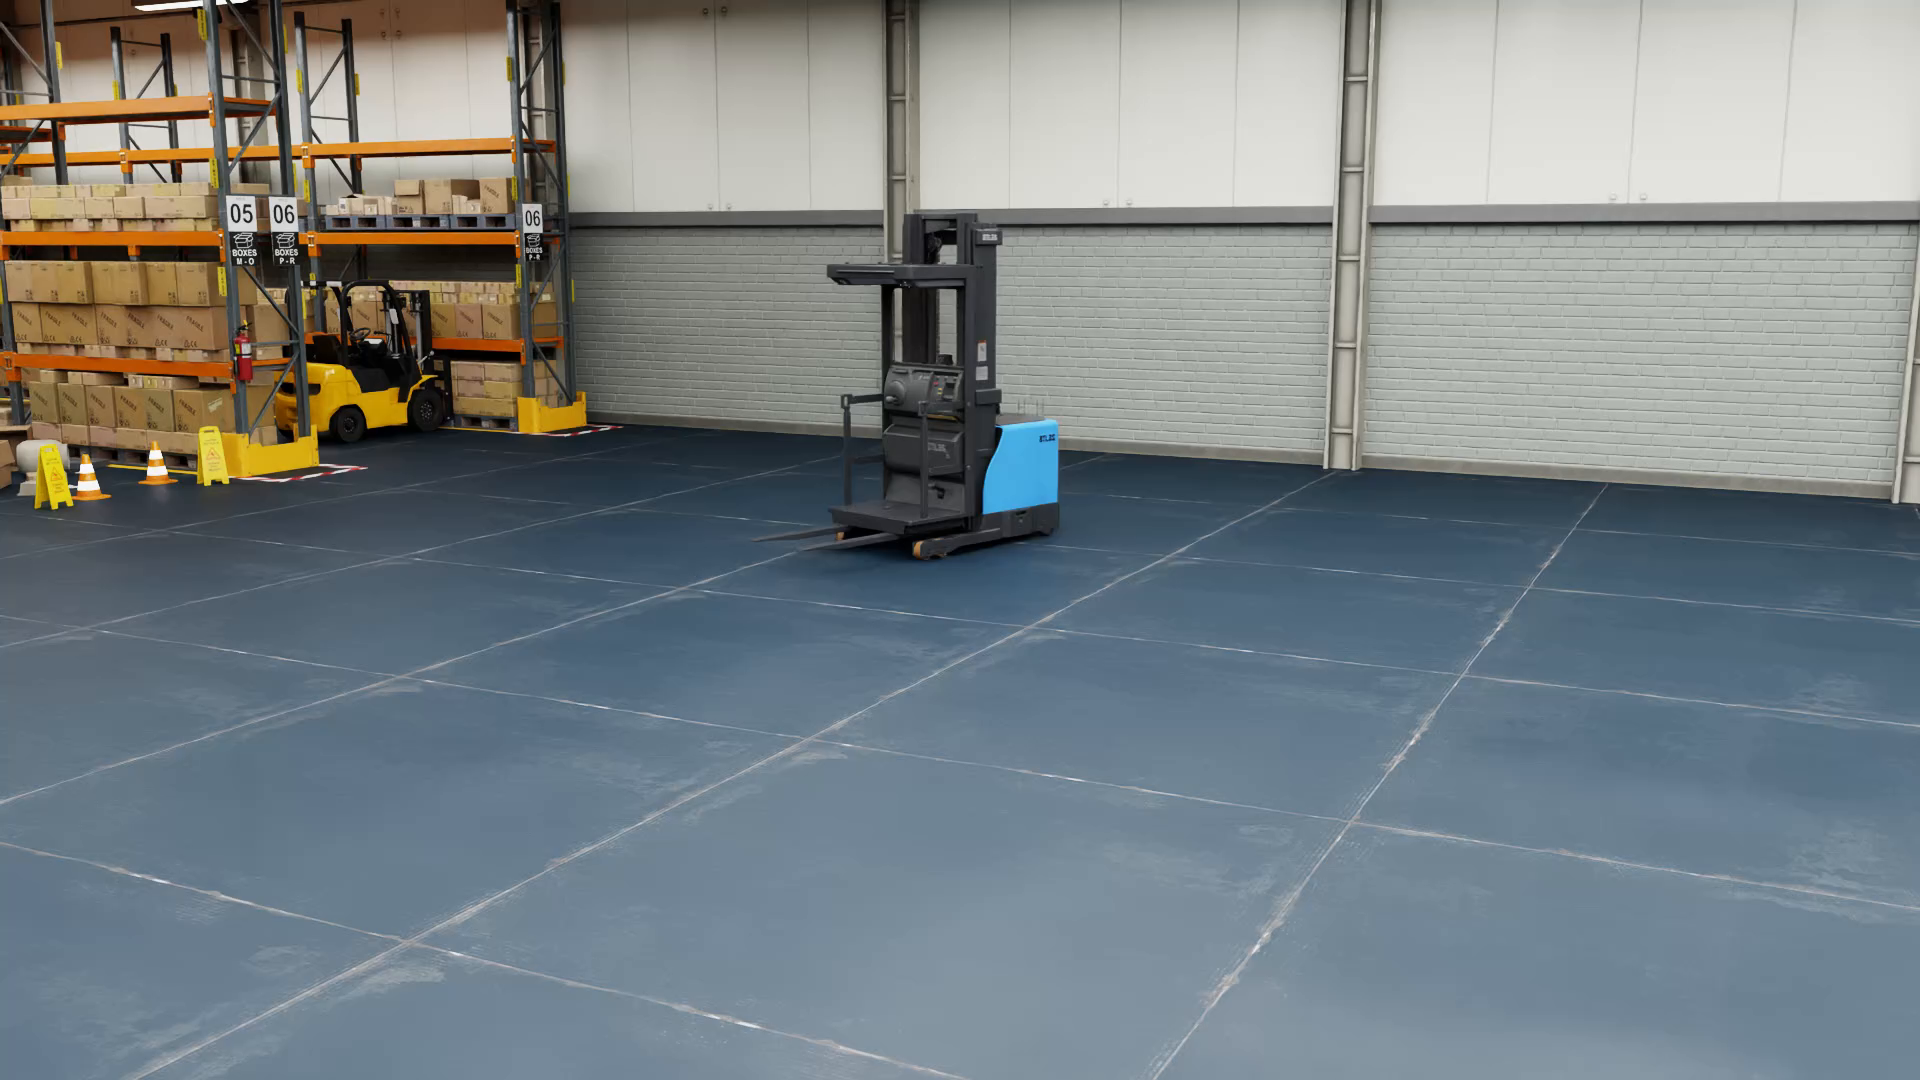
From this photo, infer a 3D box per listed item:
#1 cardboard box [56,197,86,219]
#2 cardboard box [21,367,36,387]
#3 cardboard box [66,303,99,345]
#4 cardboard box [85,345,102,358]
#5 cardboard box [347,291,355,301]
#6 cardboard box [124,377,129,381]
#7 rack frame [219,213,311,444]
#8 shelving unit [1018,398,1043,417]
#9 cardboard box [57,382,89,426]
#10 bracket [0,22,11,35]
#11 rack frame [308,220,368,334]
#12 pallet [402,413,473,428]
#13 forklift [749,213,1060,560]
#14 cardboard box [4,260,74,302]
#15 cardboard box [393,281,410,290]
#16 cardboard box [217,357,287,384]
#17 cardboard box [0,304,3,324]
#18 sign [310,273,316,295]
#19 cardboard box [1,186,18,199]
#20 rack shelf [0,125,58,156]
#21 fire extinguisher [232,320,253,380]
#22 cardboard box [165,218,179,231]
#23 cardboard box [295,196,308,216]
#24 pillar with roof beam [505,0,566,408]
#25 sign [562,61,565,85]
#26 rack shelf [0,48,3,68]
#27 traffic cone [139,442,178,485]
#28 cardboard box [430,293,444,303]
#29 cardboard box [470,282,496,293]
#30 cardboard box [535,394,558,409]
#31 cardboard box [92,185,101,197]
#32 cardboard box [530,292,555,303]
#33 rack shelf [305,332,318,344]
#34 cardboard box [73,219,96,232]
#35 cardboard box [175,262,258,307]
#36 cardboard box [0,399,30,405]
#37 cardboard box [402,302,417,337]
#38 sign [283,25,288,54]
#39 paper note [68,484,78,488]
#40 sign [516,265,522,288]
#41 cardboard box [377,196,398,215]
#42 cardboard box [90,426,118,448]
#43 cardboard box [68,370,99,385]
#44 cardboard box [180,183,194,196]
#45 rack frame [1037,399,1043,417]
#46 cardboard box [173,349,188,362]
[{"bbox_3d":[-10.524,-4.004,20.097,0.500,0.250,0.500,5,11,26],"label":"cardboard box"},{"bbox_3d":[-15.873,-2.901,28.674,0.500,0.500,0.500,5,11,25],"label":"cardboard box"},{"bbox_3d":[-10.532,-2.654,20.355,0.500,0.500,0.500,5,11,25],"label":"cardboard box"},{"bbox_3d":[-10.424,-2.313,20.293,0.250,0.149,0.380,5,11,26],"label":"cardboard box"},{"bbox_3d":[-9.113,-3.689,25.089,0.250,0.149,0.380,5,12,27],"label":"cardboard box"},{"bbox_3d":[-10.602,-1.794,21.156,0.500,0.500,0.500,5,12,27],"label":"cardboard box"},{"bbox_3d":[-8.121,-2.300,19.514,0.127,3.000,1.000,5,11,26],"label":"rack frame"},{"bbox_3d":[0.670,-0.754,15.991,0.189,1.200,0.258,3,8,16],"label":"shelving unit"},{"bbox_3d":[-10.813,-1.708,20.679,0.500,0.500,0.500,6,12,28],"label":"cardboard box"},{"bbox_3d":[-16.700,-8.871,28.871,0.430,0.232,0.235,5,11,26],"label":"bracket"},{"bbox_3d":[-9.515,-3.408,25.638,0.127,3.000,1.000,5,11,26],"label":"rack frame"},{"bbox_3d":[-7.722,-1.871,24.973,1.213,0.211,1.003,5,11,26],"label":"pallet"},{"bbox_3d":[-0.470,-1.372,14.579,1.130,2.935,3.031,10,14,44],"label":"forklift"},{"bbox_3d":[-11.409,-3.233,20.749,0.500,0.500,0.700,5,11,25],"label":"cardboard box"},{"bbox_3d":[-8.170,-3.761,24.653,0.250,0.149,0.380,5,11,26],"label":"cardboard box"},{"bbox_3d":[-11.356,-2.607,26.699,0.625,0.625,0.875,5,11,23],"label":"cardboard box"},{"bbox_3d":[-12.224,-3.017,21.182,0.500,0.500,0.500,5,11,25],"label":"cardboard box"},{"bbox_3d":[-9.746,-3.851,25.059,0.005,0.325,0.100,5,11,26],"label":"sign"},{"bbox_3d":[-11.570,-4.283,20.515,0.250,0.149,0.380,5,11,25],"label":"cardboard box"},{"bbox_3d":[-13.502,-5.174,21.692,4.000,0.370,1.077,5,11,26],"label":"rack shelf"},{"bbox_3d":[-8.222,-2.179,19.065,0.183,0.674,0.296,5,11,26],"label":"fire extinguisher"},{"bbox_3d":[-9.026,-3.676,19.403,0.250,0.149,0.380,5,12,28],"label":"cardboard box"},{"bbox_3d":[-10.272,-5.114,25.432,0.500,0.311,0.500,5,11,24],"label":"cardboard box"},{"bbox_3d":[-8.058,-5.556,20.661,0.548,9.000,9.100,5,11,26],"label":"pillar with roof beam"},{"bbox_3d":[-5.677,-6.671,23.752,0.005,0.325,0.100,5,11,26],"label":"sign"},{"bbox_3d":[-18.483,-8.429,29.225,4.000,0.370,1.077,5,11,26],"label":"rack shelf"},{"bbox_3d":[-9.077,-0.879,18.789,0.334,0.463,0.336,5,11,26],"label":"traffic cone"},{"bbox_3d":[-7.524,-3.541,24.270,0.250,0.149,0.380,5,11,26],"label":"cardboard box"},{"bbox_3d":[-6.824,-3.633,23.943,0.250,0.149,0.380,5,12,27],"label":"cardboard box"},{"bbox_3d":[-6.282,-2.016,24.490,0.500,0.250,0.500,5,11,26],"label":"cardboard box"},{"bbox_3d":[-10.139,-4.173,19.911,0.250,0.149,0.380,5,12,27],"label":"cardboard box"},{"bbox_3d":[-6.117,-3.529,24.206,0.250,0.149,0.380,5,11,24],"label":"cardboard box"},{"bbox_3d":[-11.309,-3.212,26.573,4.000,0.370,1.077,5,11,26],"label":"rack shelf"},{"bbox_3d":[-10.420,-3.788,20.020,0.250,0.149,0.380,5,11,25],"label":"cardboard box"},{"bbox_3d":[-8.676,-2.993,19.420,0.500,0.500,0.700,5,11,24],"label":"cardboard box"},{"bbox_3d":[-12.826,-1.626,21.989,0.625,0.372,0.950,6,12,29],"label":"cardboard box"},{"bbox_3d":[-7.862,-3.259,24.536,0.500,0.500,0.500,5,11,26],"label":"cardboard box"},{"bbox_3d":[-7.881,-5.837,19.369,0.005,0.325,0.100,5,11,26],"label":"sign"},{"bbox_3d":[-9.849,-0.595,18.434,0.142,0.019,0.148,1,10,6],"label":"paper note"},{"bbox_3d":[-6.180,-3.694,23.299,0.005,0.325,0.100,5,11,26],"label":"sign"},{"bbox_3d":[-8.318,-4.908,24.422,0.258,0.266,0.396,5,11,24],"label":"cardboard box"},{"bbox_3d":[-10.338,-1.297,20.517,0.500,0.250,0.500,5,11,25],"label":"cardboard box"},{"bbox_3d":[-10.751,-2.007,20.514,0.250,0.149,0.380,6,12,28],"label":"cardboard box"},{"bbox_3d":[-8.769,-4.050,19.231,0.250,0.149,0.380,5,12,27],"label":"cardboard box"},{"bbox_3d":[0.758,-0.749,15.965,0.006,1.200,0.240,3,8,16],"label":"rack frame"},{"bbox_3d":[-9.048,-2.197,19.654,0.250,0.149,0.380,5,11,25],"label":"cardboard box"}]
